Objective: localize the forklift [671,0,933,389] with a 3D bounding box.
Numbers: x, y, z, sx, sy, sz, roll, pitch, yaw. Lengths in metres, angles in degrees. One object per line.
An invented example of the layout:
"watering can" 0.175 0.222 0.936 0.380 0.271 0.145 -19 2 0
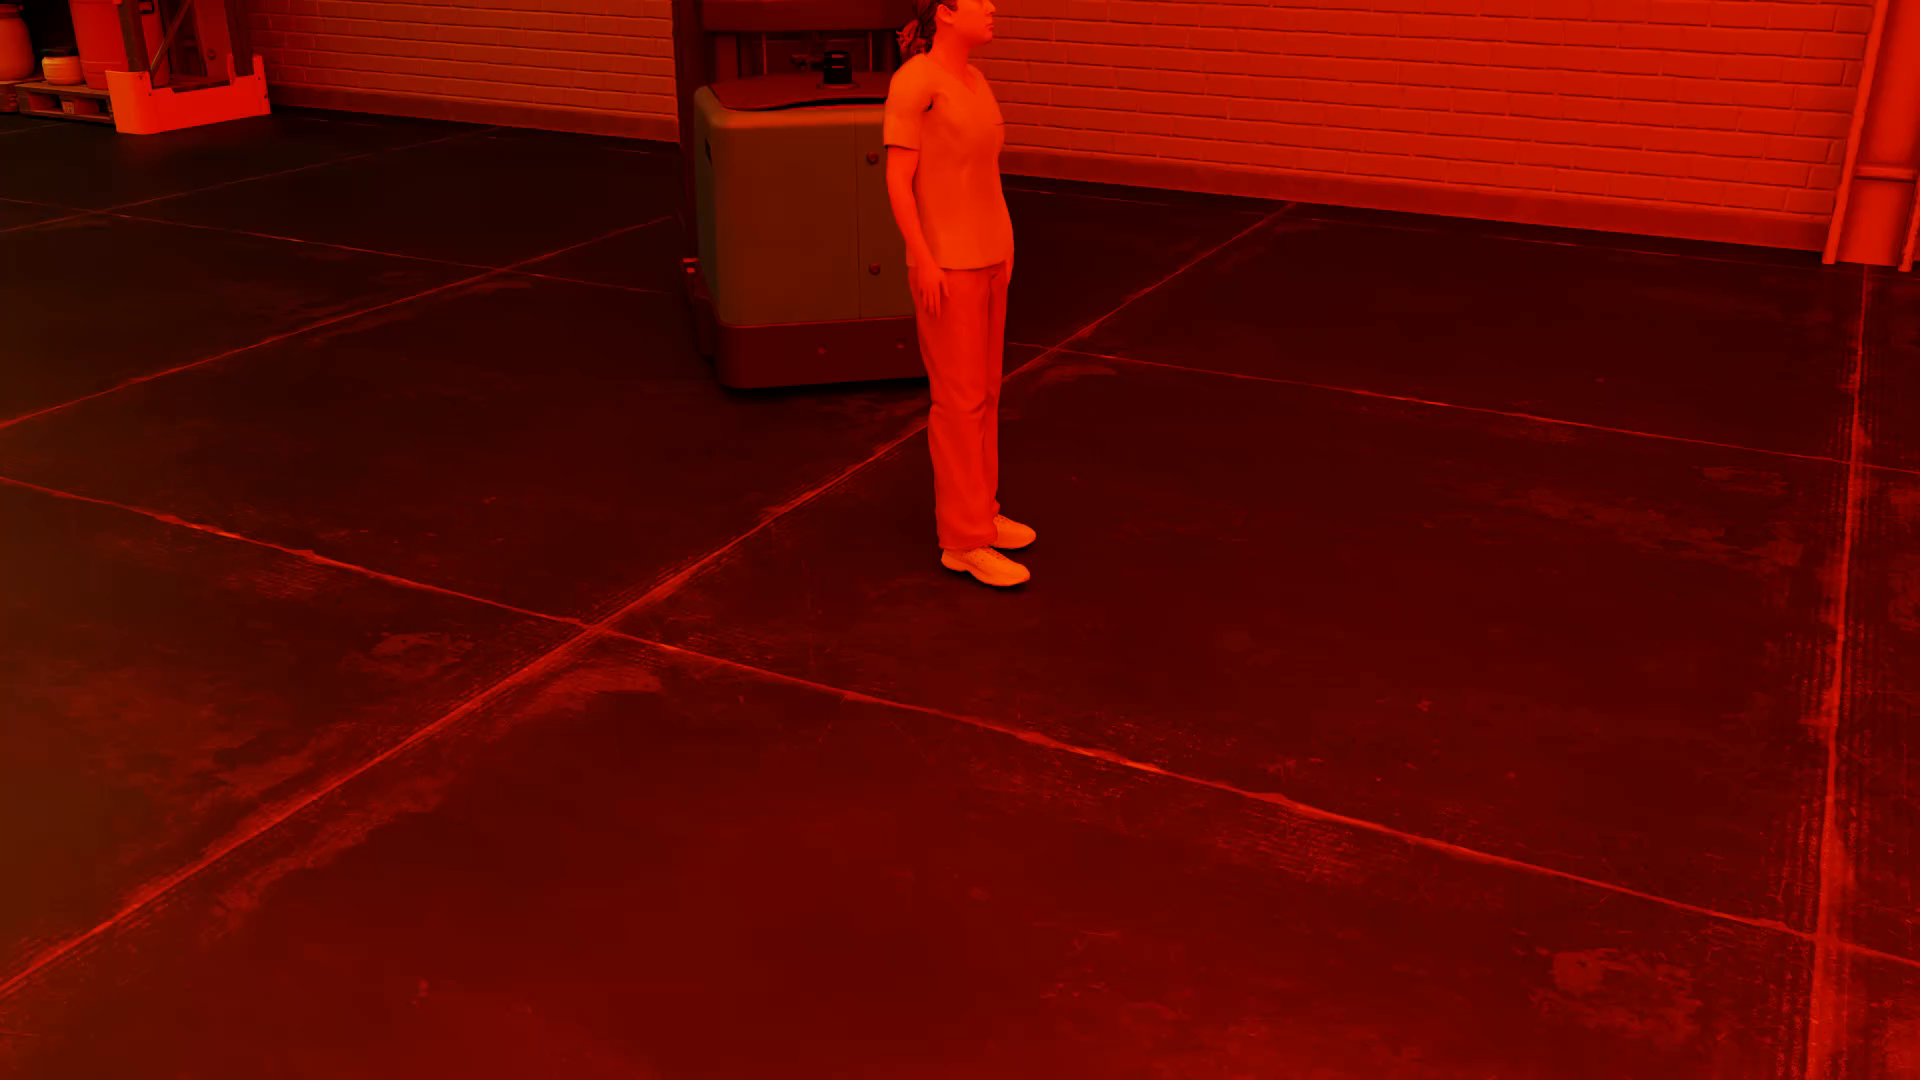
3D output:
"forklift" -0.711 -2.461 7.121 1.130 2.935 3.031 -5 23 -12

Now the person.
"person" 0.060 -0.761 4.697 0.549 1.676 0.554 11 25 25
